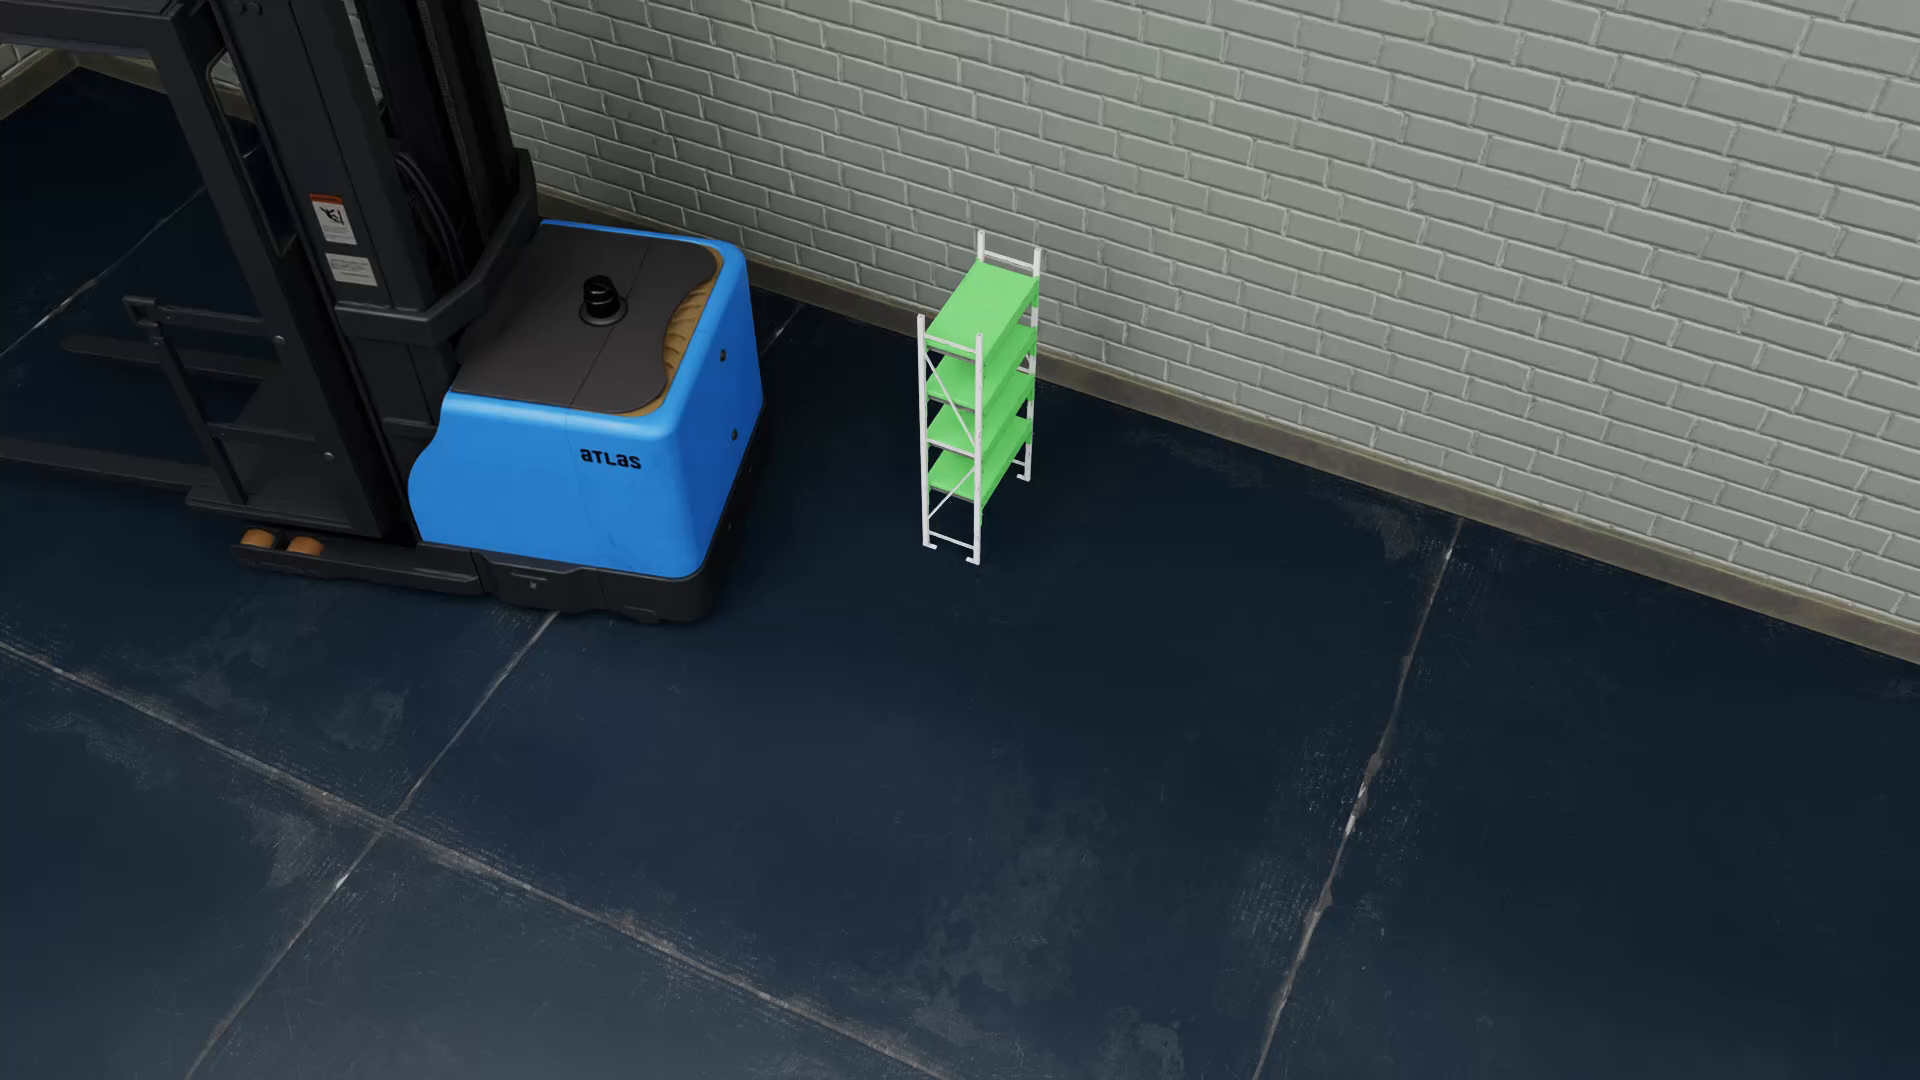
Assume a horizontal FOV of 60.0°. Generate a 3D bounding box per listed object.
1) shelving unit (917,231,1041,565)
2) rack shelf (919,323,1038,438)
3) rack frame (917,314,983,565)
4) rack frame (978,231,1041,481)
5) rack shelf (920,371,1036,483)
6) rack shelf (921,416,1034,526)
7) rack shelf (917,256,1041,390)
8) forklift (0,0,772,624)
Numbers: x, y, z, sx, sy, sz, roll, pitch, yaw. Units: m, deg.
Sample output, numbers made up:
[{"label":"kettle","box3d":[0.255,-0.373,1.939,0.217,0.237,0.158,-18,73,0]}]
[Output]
[{"label":"shelving unit","box3d":[0.071,-0.503,6.205,0.258,1.200,0.503,20,52,16]},{"label":"rack shelf","box3d":[0.071,-0.617,6.071,0.258,0.148,0.480,20,52,16]},{"label":"rack frame","box3d":[-0.034,-0.335,6.062,0.240,1.200,0.015,20,52,16]},{"label":"rack frame","box3d":[0.175,-0.671,6.348,0.240,1.200,0.015,20,52,16]},{"label":"rack shelf","box3d":[0.071,-0.461,6.254,0.258,0.148,0.480,20,52,16]},{"label":"rack shelf","box3d":[0.071,-0.306,6.437,0.258,0.148,0.480,20,52,16]},{"label":"rack shelf","box3d":[0.071,-0.772,5.888,0.258,0.148,0.480,20,52,16]},{"label":"forklift","box3d":[-2.338,-1.193,5.656,3.031,2.935,1.130,8,50,7]}]
